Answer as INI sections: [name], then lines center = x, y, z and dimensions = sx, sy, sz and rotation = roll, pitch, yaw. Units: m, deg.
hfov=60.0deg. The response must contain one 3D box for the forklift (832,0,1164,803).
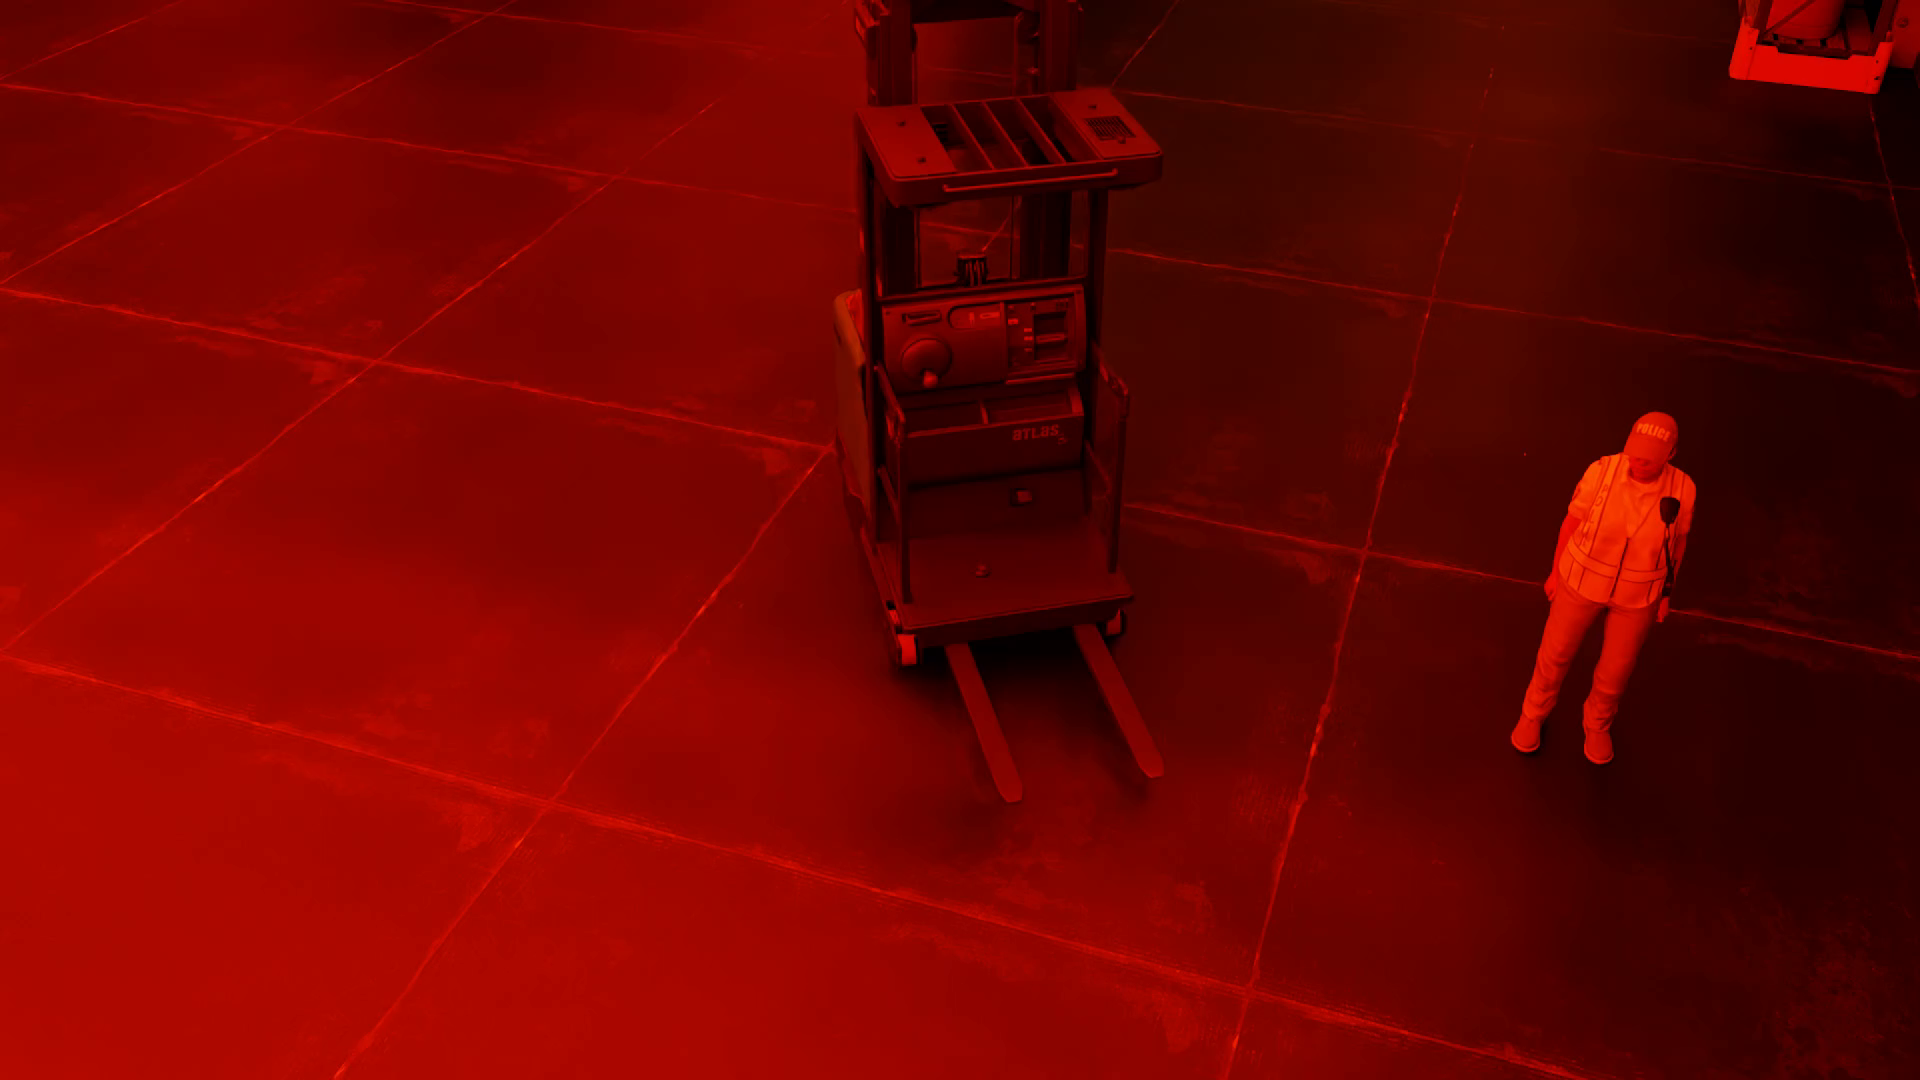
[forklift]
center = 0.167, -0.843, 7.299
dimensions = 1.130, 2.935, 3.031
rotation = -8, 36, -11

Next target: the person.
[person]
center = 2.706, 0.198, 6.931
dimensions = 0.499, 1.668, 0.389
rotation = 12, 37, 16
